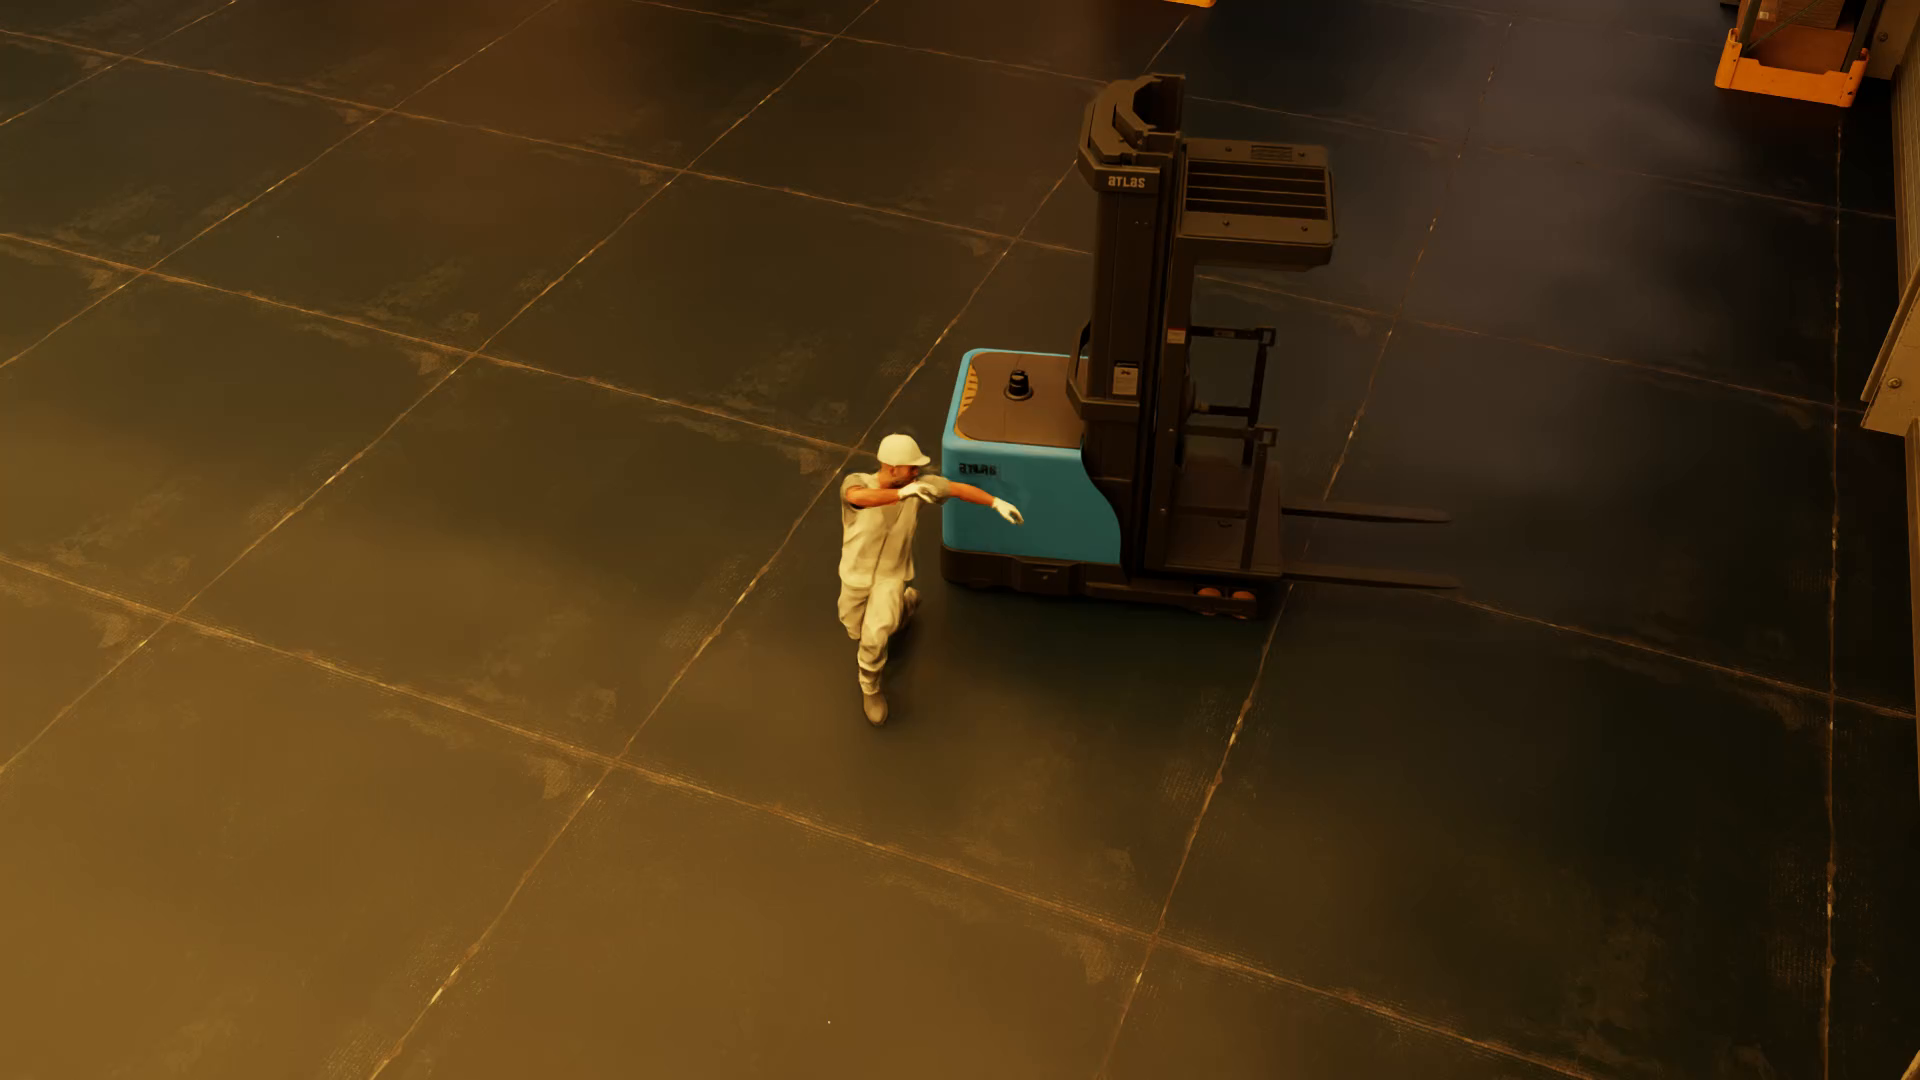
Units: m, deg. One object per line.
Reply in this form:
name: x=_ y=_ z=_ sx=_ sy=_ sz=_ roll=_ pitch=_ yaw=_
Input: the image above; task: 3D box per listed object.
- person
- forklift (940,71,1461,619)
person: x=-0.178 y=0.158 z=8.941 sx=0.995 sy=1.468 sz=0.977 roll=4 pitch=40 yaw=4
forklift: x=1.443 y=-1.028 z=9.235 sx=3.031 sy=2.935 sz=1.130 roll=5 pitch=40 yaw=6
